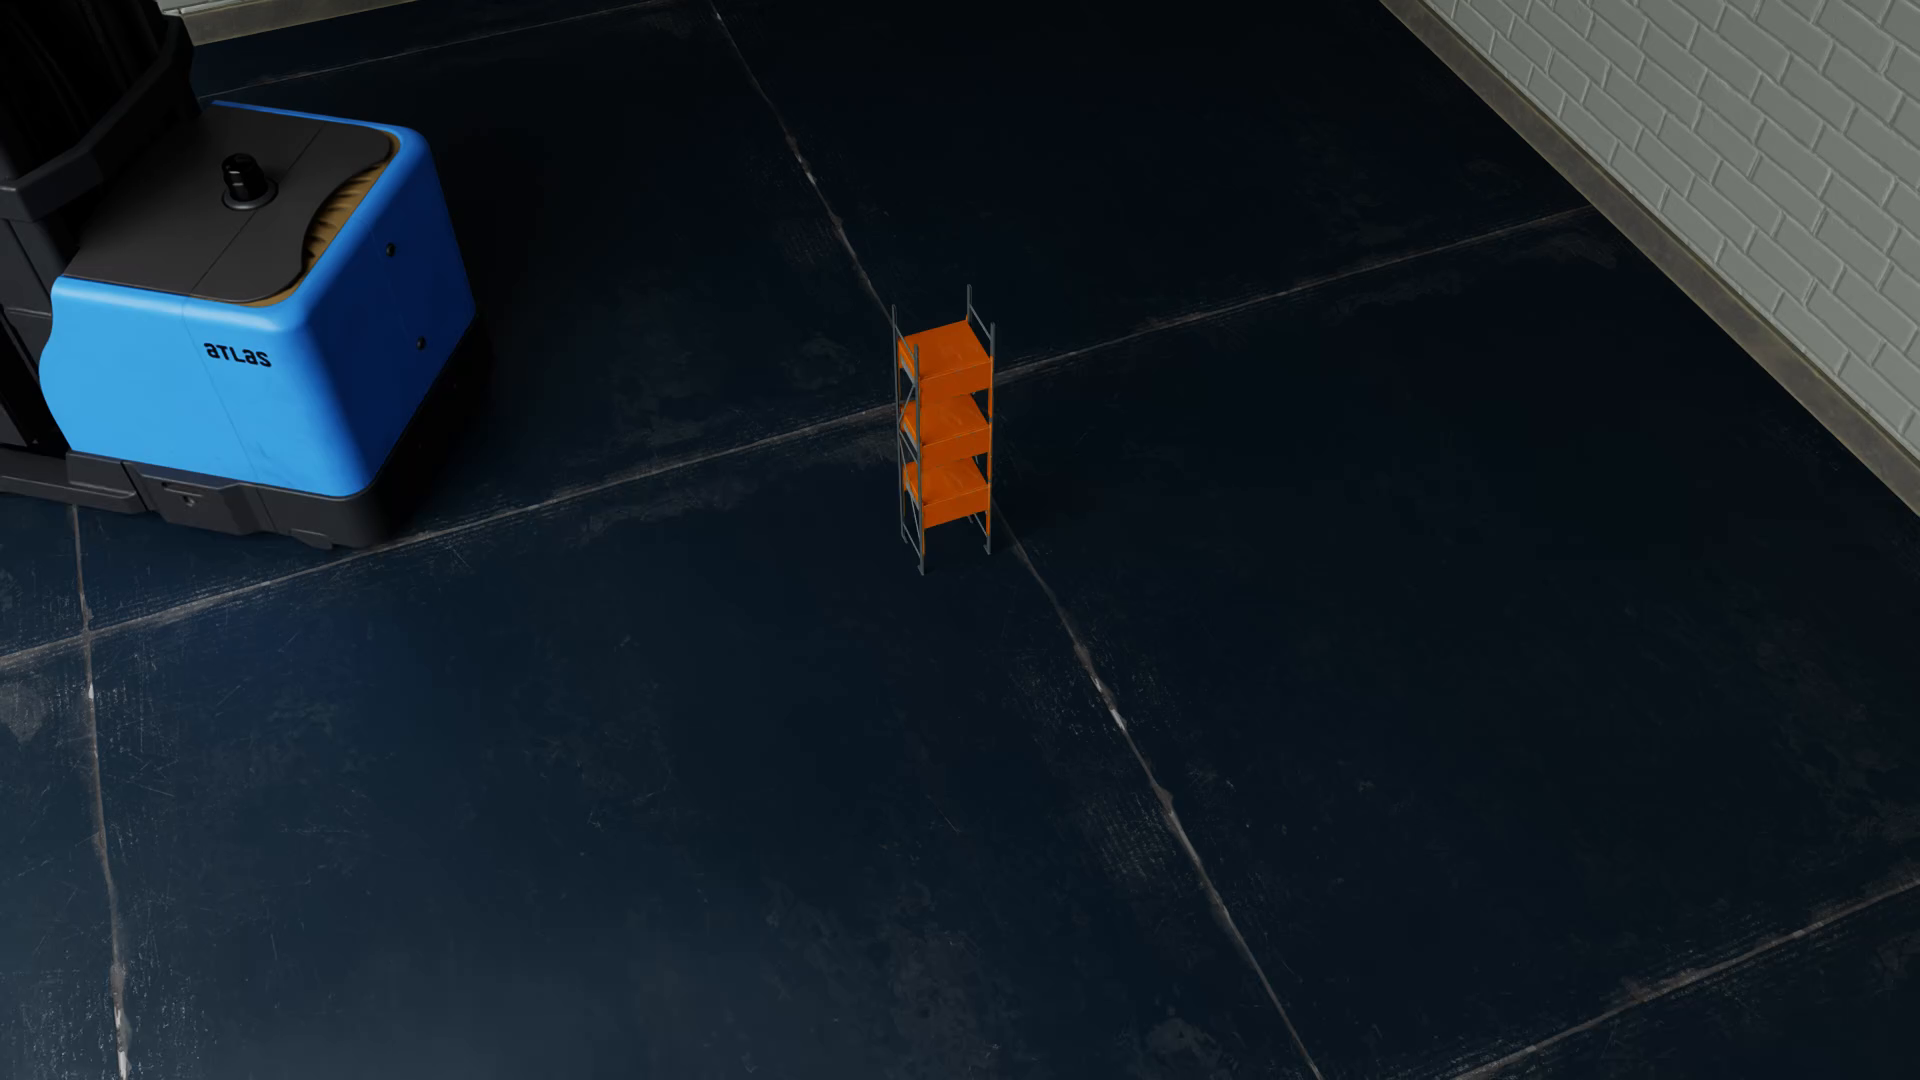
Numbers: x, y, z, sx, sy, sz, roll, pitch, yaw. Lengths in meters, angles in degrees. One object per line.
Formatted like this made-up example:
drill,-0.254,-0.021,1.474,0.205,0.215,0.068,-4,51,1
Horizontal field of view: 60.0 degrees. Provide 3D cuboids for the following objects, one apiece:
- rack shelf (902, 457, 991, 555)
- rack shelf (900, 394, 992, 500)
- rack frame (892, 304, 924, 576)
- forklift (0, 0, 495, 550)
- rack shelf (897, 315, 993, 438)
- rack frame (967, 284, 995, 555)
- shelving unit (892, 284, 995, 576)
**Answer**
rack shelf,-0.050,-0.139,5.557,0.240,0.259,0.215,-17,52,-14
rack shelf,-0.050,-0.320,5.347,0.240,0.259,0.215,-17,52,-14
rack frame,-0.162,-0.292,5.308,0.008,1.050,0.200,-17,52,-14
forklift,-3.318,-1.509,5.114,3.031,2.935,1.130,10,50,8
rack shelf,-0.050,-0.505,5.131,0.240,0.259,0.215,-17,52,-14
rack frame,0.063,-0.362,5.369,0.008,1.050,0.200,-17,52,-14
shelving unit,-0.050,-0.327,5.339,0.252,1.050,0.215,-17,52,-14
